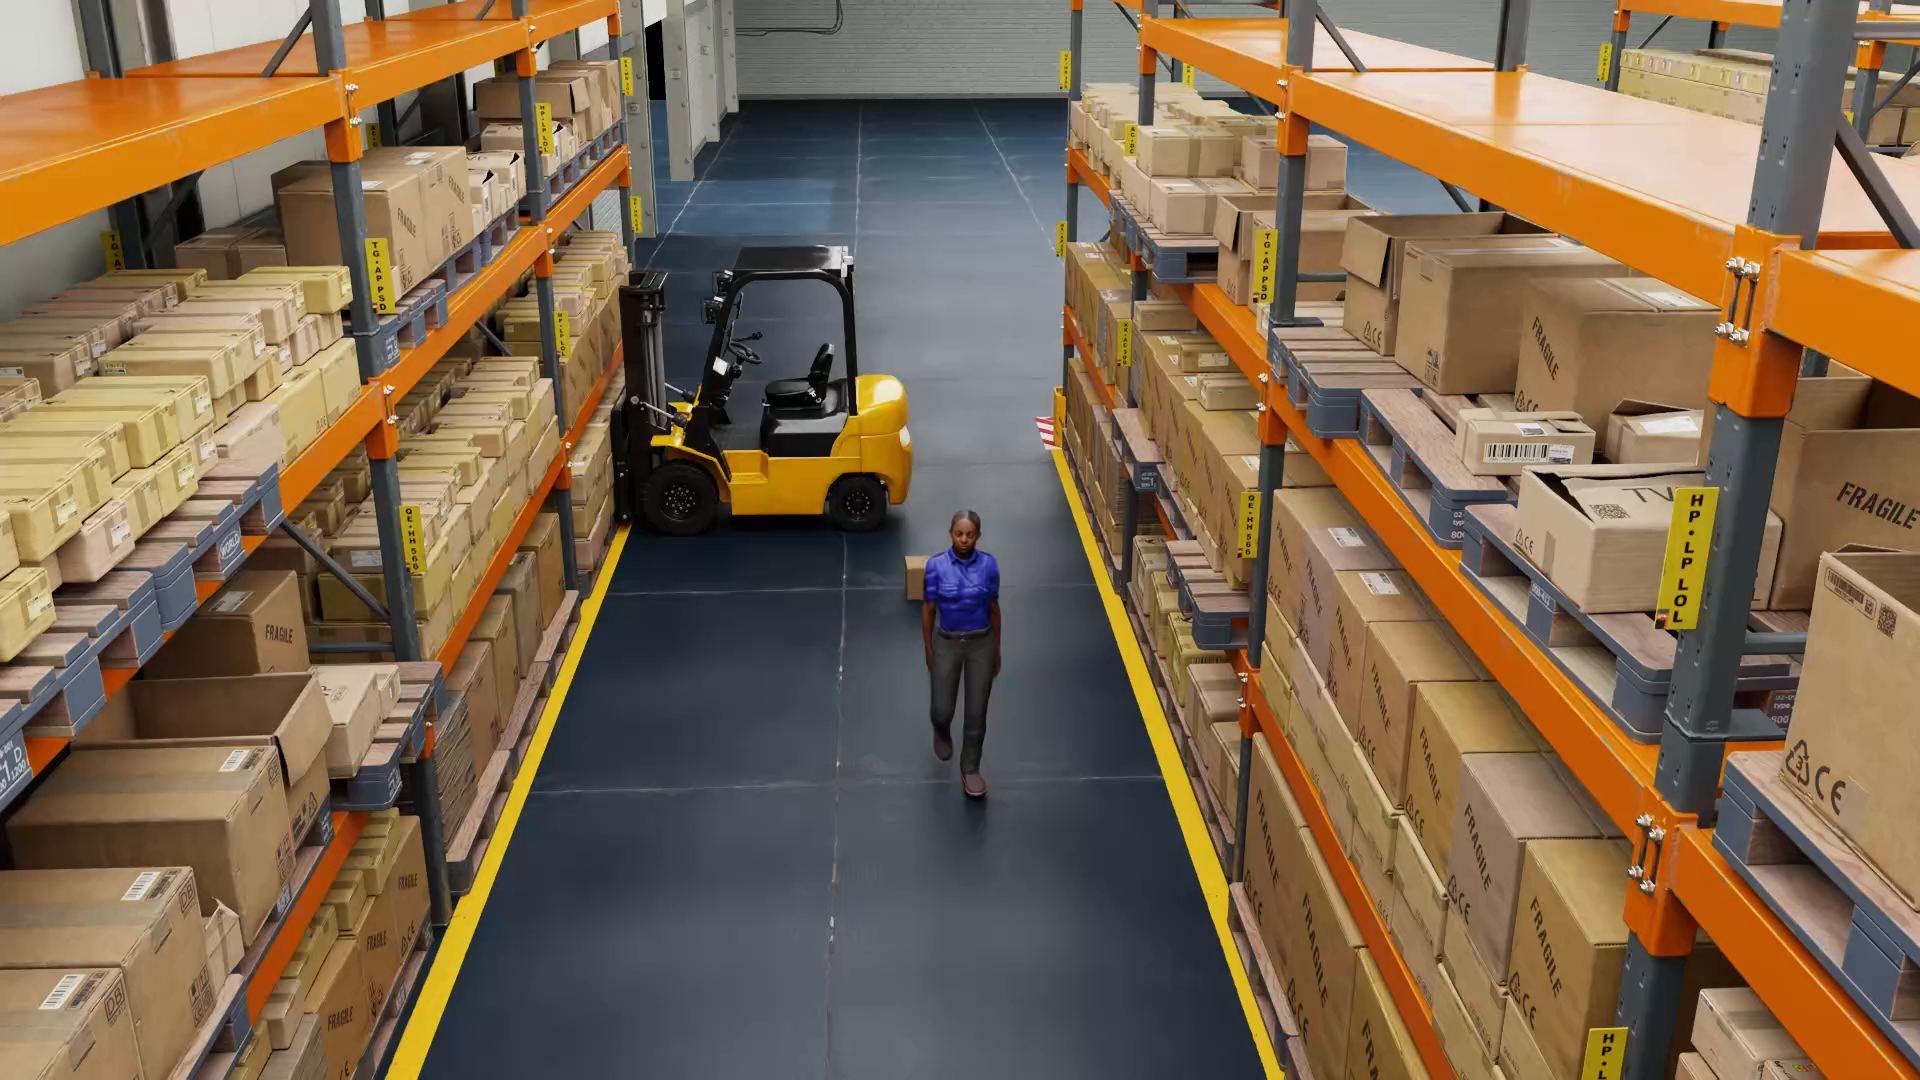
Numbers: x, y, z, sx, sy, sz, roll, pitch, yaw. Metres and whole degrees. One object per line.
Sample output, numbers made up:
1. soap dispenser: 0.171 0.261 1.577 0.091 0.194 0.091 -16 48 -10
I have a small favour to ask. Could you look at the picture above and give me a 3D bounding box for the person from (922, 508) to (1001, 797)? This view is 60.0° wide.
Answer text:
1. person: 0.010 0.605 9.413 0.447 1.641 0.569 -3 21 -7
